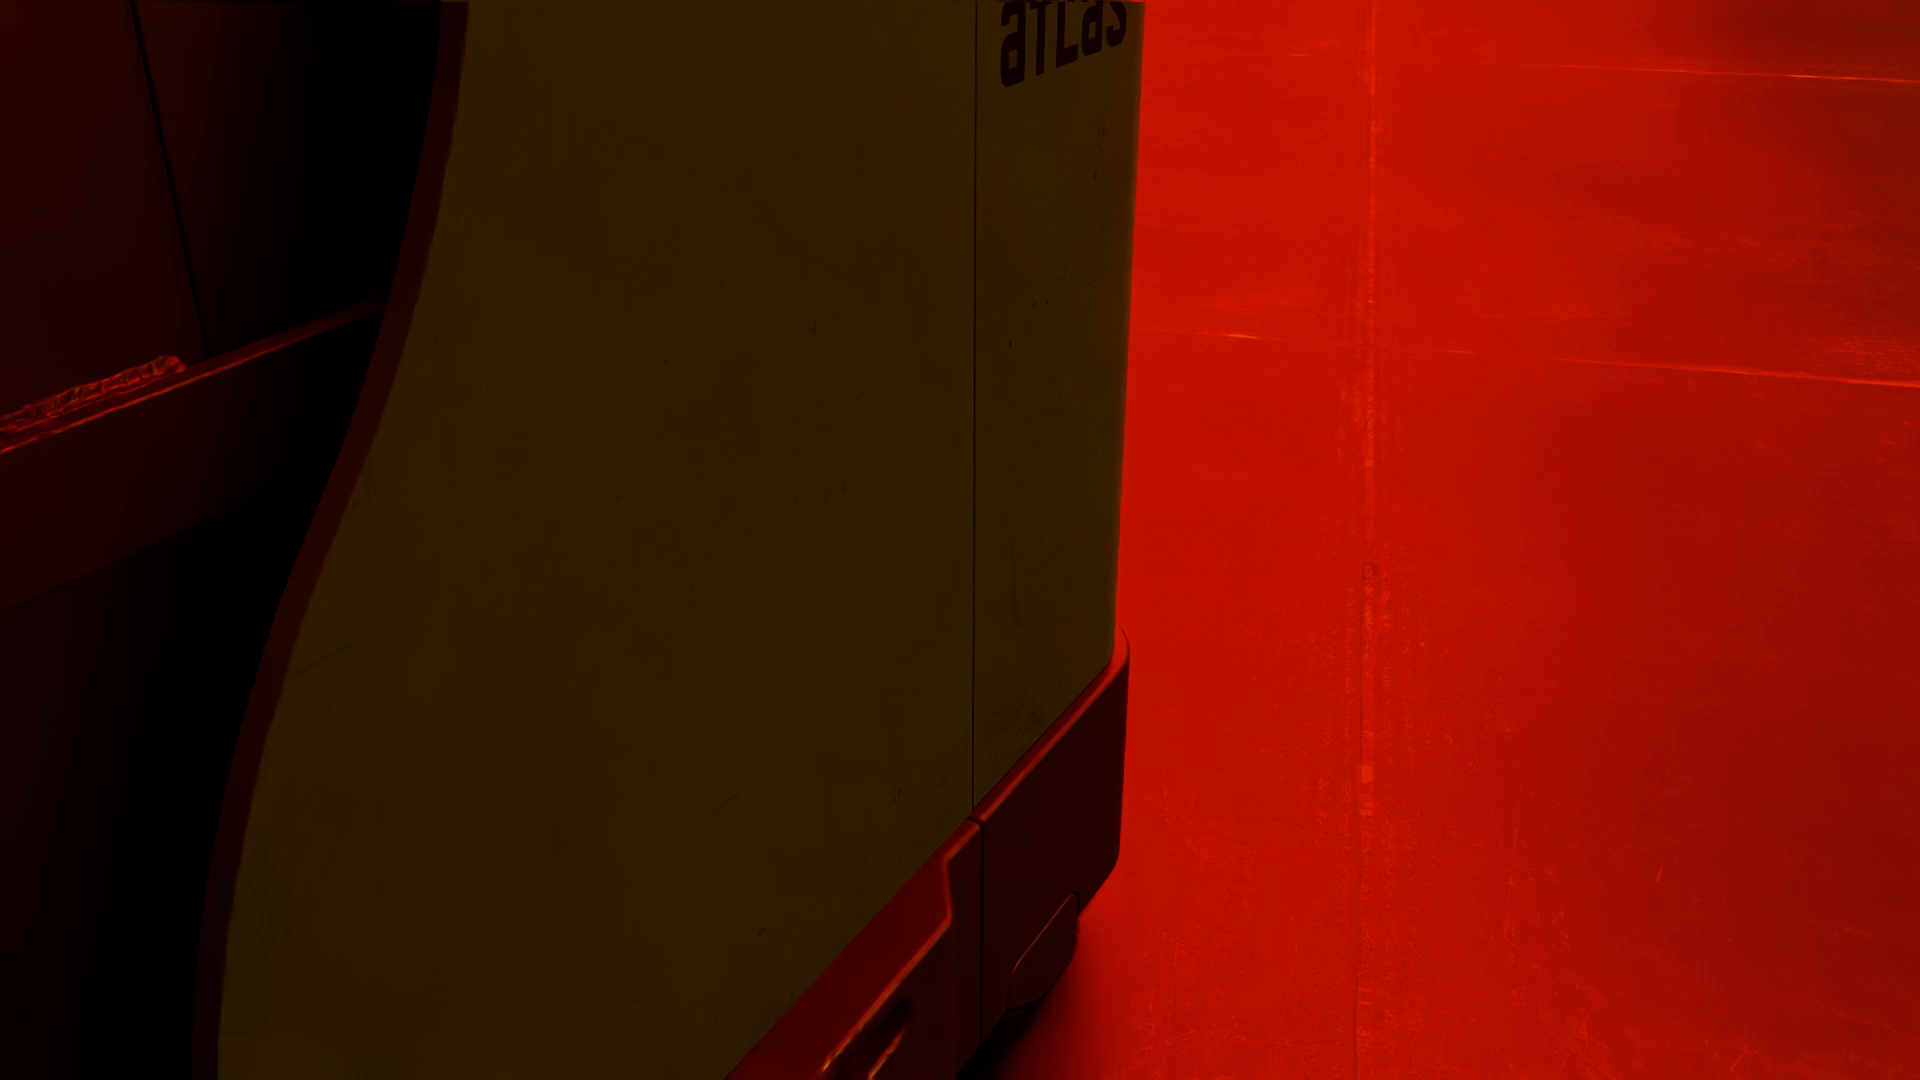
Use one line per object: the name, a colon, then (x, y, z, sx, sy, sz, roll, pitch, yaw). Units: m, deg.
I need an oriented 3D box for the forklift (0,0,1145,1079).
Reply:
forklift: (-0.995, -0.470, 0.177, 1.130, 2.935, 3.031, 14, 30, 26)
